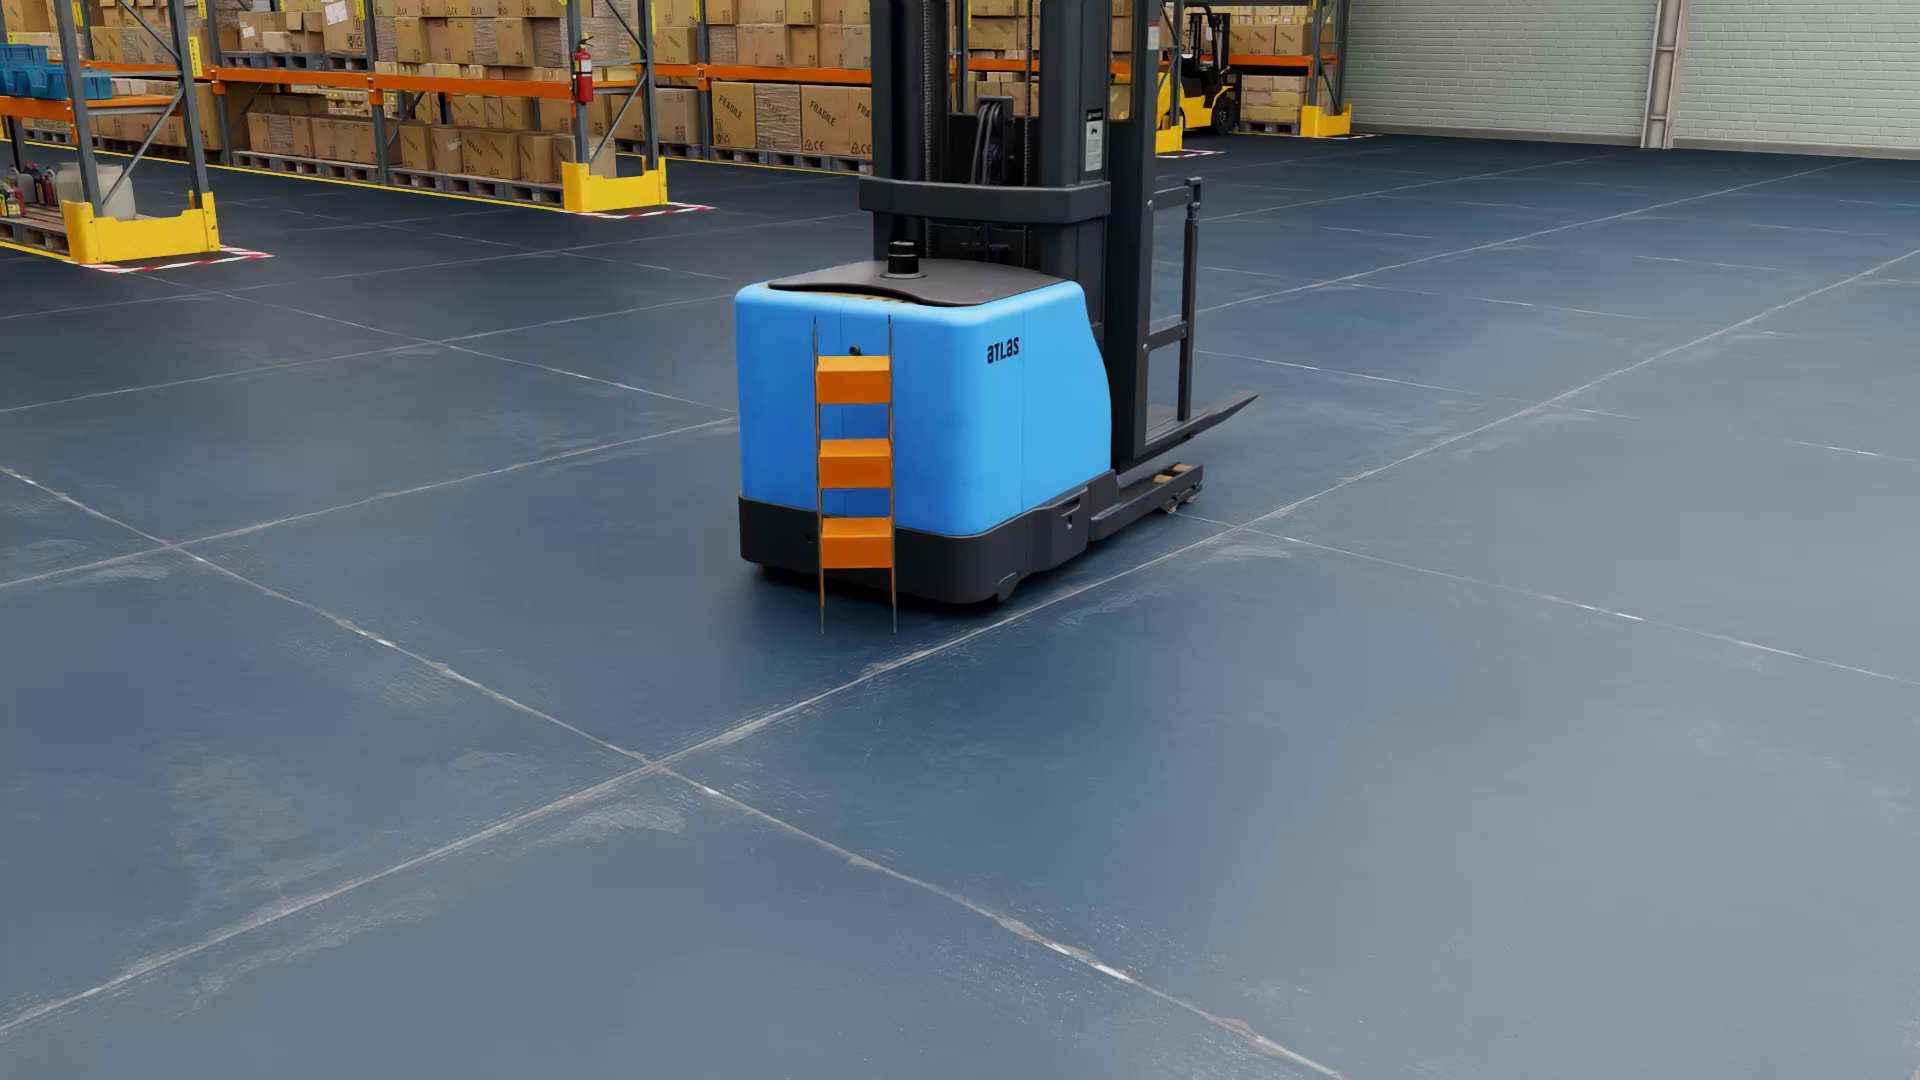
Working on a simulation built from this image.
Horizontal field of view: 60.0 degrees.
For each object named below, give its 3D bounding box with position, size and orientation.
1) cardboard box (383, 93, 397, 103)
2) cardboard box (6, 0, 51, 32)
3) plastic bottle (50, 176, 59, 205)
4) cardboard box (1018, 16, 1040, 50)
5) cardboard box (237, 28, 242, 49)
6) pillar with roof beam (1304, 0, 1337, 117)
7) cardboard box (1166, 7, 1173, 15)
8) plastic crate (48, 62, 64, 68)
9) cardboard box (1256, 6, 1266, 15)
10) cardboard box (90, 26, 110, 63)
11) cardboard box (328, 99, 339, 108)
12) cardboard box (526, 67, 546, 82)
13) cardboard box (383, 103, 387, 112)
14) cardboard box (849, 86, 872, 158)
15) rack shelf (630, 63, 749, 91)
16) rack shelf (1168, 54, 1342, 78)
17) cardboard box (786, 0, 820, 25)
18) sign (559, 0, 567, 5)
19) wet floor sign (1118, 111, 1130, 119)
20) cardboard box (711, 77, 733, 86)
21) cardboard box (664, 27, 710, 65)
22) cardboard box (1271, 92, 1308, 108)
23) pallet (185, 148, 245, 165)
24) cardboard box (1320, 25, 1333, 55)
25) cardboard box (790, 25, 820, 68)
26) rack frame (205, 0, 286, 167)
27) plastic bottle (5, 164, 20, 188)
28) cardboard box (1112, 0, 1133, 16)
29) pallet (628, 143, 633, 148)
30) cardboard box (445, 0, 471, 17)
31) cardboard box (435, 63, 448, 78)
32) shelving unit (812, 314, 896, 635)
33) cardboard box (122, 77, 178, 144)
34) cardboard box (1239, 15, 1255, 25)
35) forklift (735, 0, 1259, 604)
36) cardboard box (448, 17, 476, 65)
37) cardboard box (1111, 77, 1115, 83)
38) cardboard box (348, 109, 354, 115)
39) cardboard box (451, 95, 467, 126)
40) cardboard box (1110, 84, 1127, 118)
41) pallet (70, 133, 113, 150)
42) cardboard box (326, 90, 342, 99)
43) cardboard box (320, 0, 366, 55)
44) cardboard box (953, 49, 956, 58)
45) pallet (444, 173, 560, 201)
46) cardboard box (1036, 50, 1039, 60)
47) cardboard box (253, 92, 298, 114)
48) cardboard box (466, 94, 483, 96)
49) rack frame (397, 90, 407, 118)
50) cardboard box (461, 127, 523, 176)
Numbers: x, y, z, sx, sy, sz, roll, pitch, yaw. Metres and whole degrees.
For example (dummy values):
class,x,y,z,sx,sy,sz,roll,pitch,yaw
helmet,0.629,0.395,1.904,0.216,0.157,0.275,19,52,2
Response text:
class,x,y,z,sx,sy,sz,roll,pitch,yaw
cardboard box,-9.905,-7.696,28.937,0.250,0.149,0.380,15,23,40
cardboard box,-14.663,-8.284,26.274,0.500,0.500,0.500,14,23,38
plastic bottle,-8.743,-3.398,16.134,0.135,0.276,0.152,16,23,40
cardboard box,1.238,-7.792,25.547,0.500,0.500,0.500,15,23,40
cardboard box,-9.807,-6.818,22.970,0.500,0.500,0.500,16,24,41
pillar with roof beam,3.449,-10.600,25.135,0.400,9.000,9.100,15,23,39
cardboard box,3.855,-9.385,29.495,0.250,0.149,0.380,16,23,40
plastic crate,-8.912,-4.456,15.938,0.616,0.251,0.499,15,23,39
cardboard box,5.266,-9.049,28.437,0.250,0.149,0.380,15,23,40
cardboard box,-12.438,-7.313,24.530,0.500,0.500,0.500,15,23,39
cardboard box,-11.228,-7.934,30.180,0.250,0.149,0.380,14,22,37
cardboard box,-4.399,-4.984,17.774,0.250,0.149,0.380,15,23,39
cardboard box,-9.906,-7.542,28.944,0.250,0.149,0.380,14,22,37
cardboard box,-0.824,-5.415,21.534,0.875,0.875,0.875,15,23,40
rack shelf,-4.761,-6.968,24.799,4.000,0.370,1.077,15,23,39
rack shelf,4.733,-8.429,29.403,4.000,0.370,1.077,15,23,39
cardboard box,-1.809,-7.086,21.947,0.500,0.550,0.875,15,23,39
sign,-4.024,-5.586,16.817,0.005,0.325,0.100,15,23,39
wet floor sign,2.369,-5.844,23.960,0.267,0.644,0.232,-9,20,-27
cardboard box,-4.172,-8.378,30.870,0.875,0.875,0.875,15,23,40
cardboard box,-3.833,-7.002,23.550,0.500,0.500,0.500,15,23,39
cardboard box,5.657,-7.525,28.390,0.500,0.250,0.500,15,23,39
pallet,-10.164,-5.457,23.458,1.213,0.211,1.003,15,23,39
cardboard box,6.043,-8.581,28.525,0.500,0.500,0.500,16,24,41
cardboard box,-1.766,-6.586,22.156,0.500,0.550,0.875,15,23,39
rack frame,-9.624,-6.611,22.484,0.127,3.000,1.000,15,23,39
plastic bottle,-9.343,-3.538,16.452,0.185,0.351,0.144,15,23,39
cardboard box,2.410,-7.966,24.444,0.500,0.500,0.700,14,23,38
pallet,-5.717,-6.208,25.825,1.213,0.211,1.003,15,23,39
cardboard box,-5.335,-6.028,18.336,0.500,0.500,0.500,15,23,39
cardboard box,-5.720,-5.331,18.867,0.250,0.149,0.380,15,23,39
shelving unit,-0.348,-0.211,5.533,0.252,1.050,0.215,-1,19,-3
cardboard box,-11.455,-6.298,24.317,0.875,0.875,1.225,14,22,37
cardboard box,5.010,-8.939,28.583,0.250,0.149,0.380,14,22,38
forklift,0.385,-1.570,6.714,1.130,2.935,3.031,11,20,30
cardboard box,-5.199,-5.597,18.633,0.500,0.500,0.875,15,23,39
cardboard box,2.839,-8.344,31.177,0.625,0.625,0.875,16,24,42
cardboard box,-10.692,-7.634,29.727,0.250,0.149,0.380,16,23,40
cardboard box,-8.074,-7.108,27.489,0.500,0.500,0.500,16,23,40
cardboard box,2.165,-6.596,25.047,0.500,0.500,0.500,15,23,40
pallet,-13.133,-6.255,25.973,1.213,0.211,1.003,15,23,39
cardboard box,-11.243,-8.065,30.102,0.250,0.149,0.380,16,24,41
cardboard box,-7.134,-6.485,20.401,1.000,1.000,1.000,15,23,40
cardboard box,-0.032,-7.794,26.628,0.250,0.149,0.380,15,23,39
pallet,-5.190,-4.107,19.204,1.213,0.211,1.003,15,23,39
cardboard box,1.385,-7.465,25.590,0.250,0.149,0.380,15,23,39
cardboard box,-9.103,-5.859,22.280,0.500,0.250,0.500,16,24,41
cardboard box,-7.697,-7.362,27.047,0.500,0.250,0.500,16,23,41
rack frame,-9.248,-8.516,28.487,0.127,3.000,1.000,15,23,39
cardboard box,-5.410,-4.507,19.292,0.500,0.500,0.500,13,22,34
